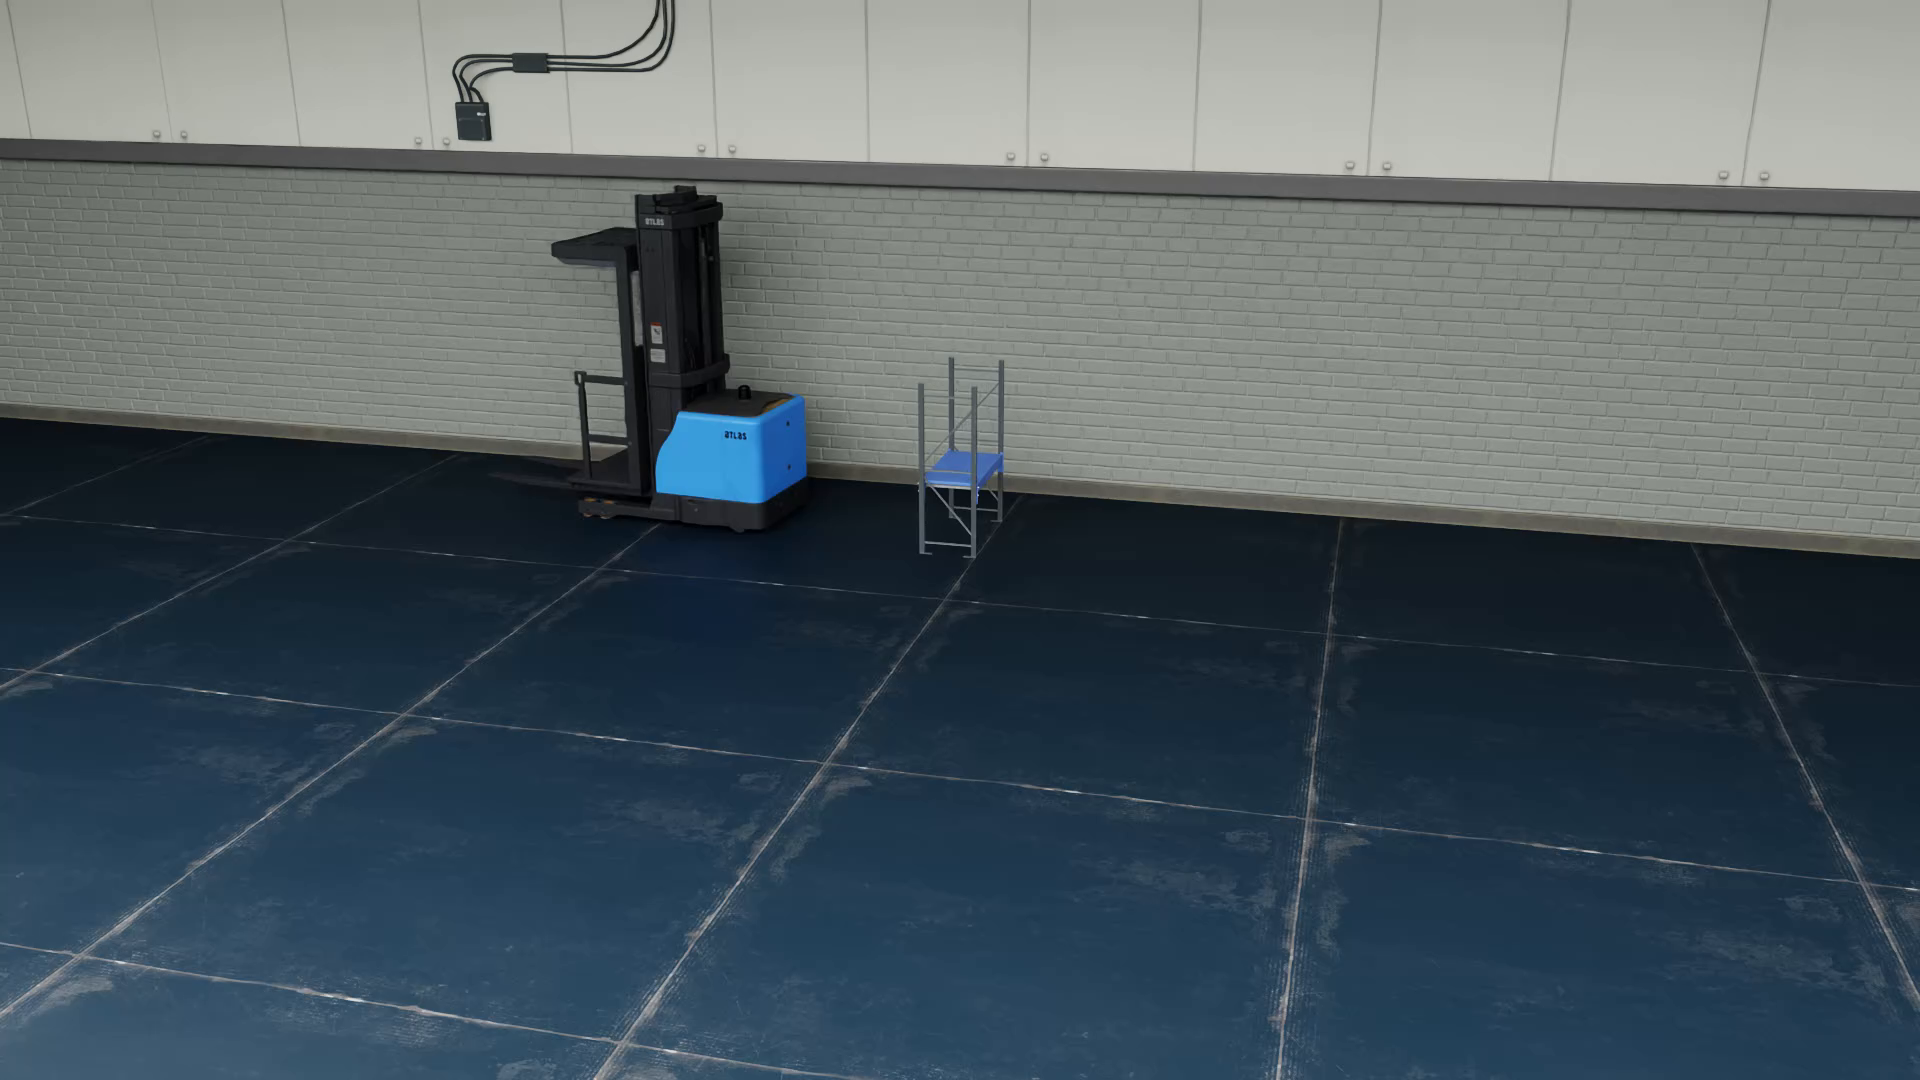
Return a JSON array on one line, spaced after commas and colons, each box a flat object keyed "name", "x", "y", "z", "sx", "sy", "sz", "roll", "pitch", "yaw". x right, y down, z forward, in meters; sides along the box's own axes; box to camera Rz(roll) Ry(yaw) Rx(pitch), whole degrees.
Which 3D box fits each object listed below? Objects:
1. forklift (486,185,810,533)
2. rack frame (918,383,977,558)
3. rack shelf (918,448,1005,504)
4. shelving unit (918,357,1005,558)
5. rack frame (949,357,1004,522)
[{"name": "forklift", "x": -2.981, "y": -1.730, "z": 15.217, "sx": 3.031, "sy": 2.935, "sz": 1.130, "roll": 7, "pitch": 20, "yaw": 19}, {"name": "rack frame", "x": -0.103, "y": -0.577, "z": 14.057, "sx": 0.500, "sy": 1.500, "sz": 0.032, "roll": 5, "pitch": 19, "yaw": 13}, {"name": "rack shelf", "x": 0.021, "y": -0.566, "z": 14.582, "sx": 0.538, "sy": 0.185, "sz": 1.000, "roll": 5, "pitch": 19, "yaw": 13}, {"name": "shelving unit", "x": 0.021, "y": -0.736, "z": 14.523, "sx": 0.538, "sy": 1.500, "sz": 1.048, "roll": 5, "pitch": 19, "yaw": 13}, {"name": "rack frame", "x": 0.145, "y": -0.896, "z": 14.990, "sx": 0.500, "sy": 1.500, "sz": 0.032, "roll": 5, "pitch": 19, "yaw": 13}]
